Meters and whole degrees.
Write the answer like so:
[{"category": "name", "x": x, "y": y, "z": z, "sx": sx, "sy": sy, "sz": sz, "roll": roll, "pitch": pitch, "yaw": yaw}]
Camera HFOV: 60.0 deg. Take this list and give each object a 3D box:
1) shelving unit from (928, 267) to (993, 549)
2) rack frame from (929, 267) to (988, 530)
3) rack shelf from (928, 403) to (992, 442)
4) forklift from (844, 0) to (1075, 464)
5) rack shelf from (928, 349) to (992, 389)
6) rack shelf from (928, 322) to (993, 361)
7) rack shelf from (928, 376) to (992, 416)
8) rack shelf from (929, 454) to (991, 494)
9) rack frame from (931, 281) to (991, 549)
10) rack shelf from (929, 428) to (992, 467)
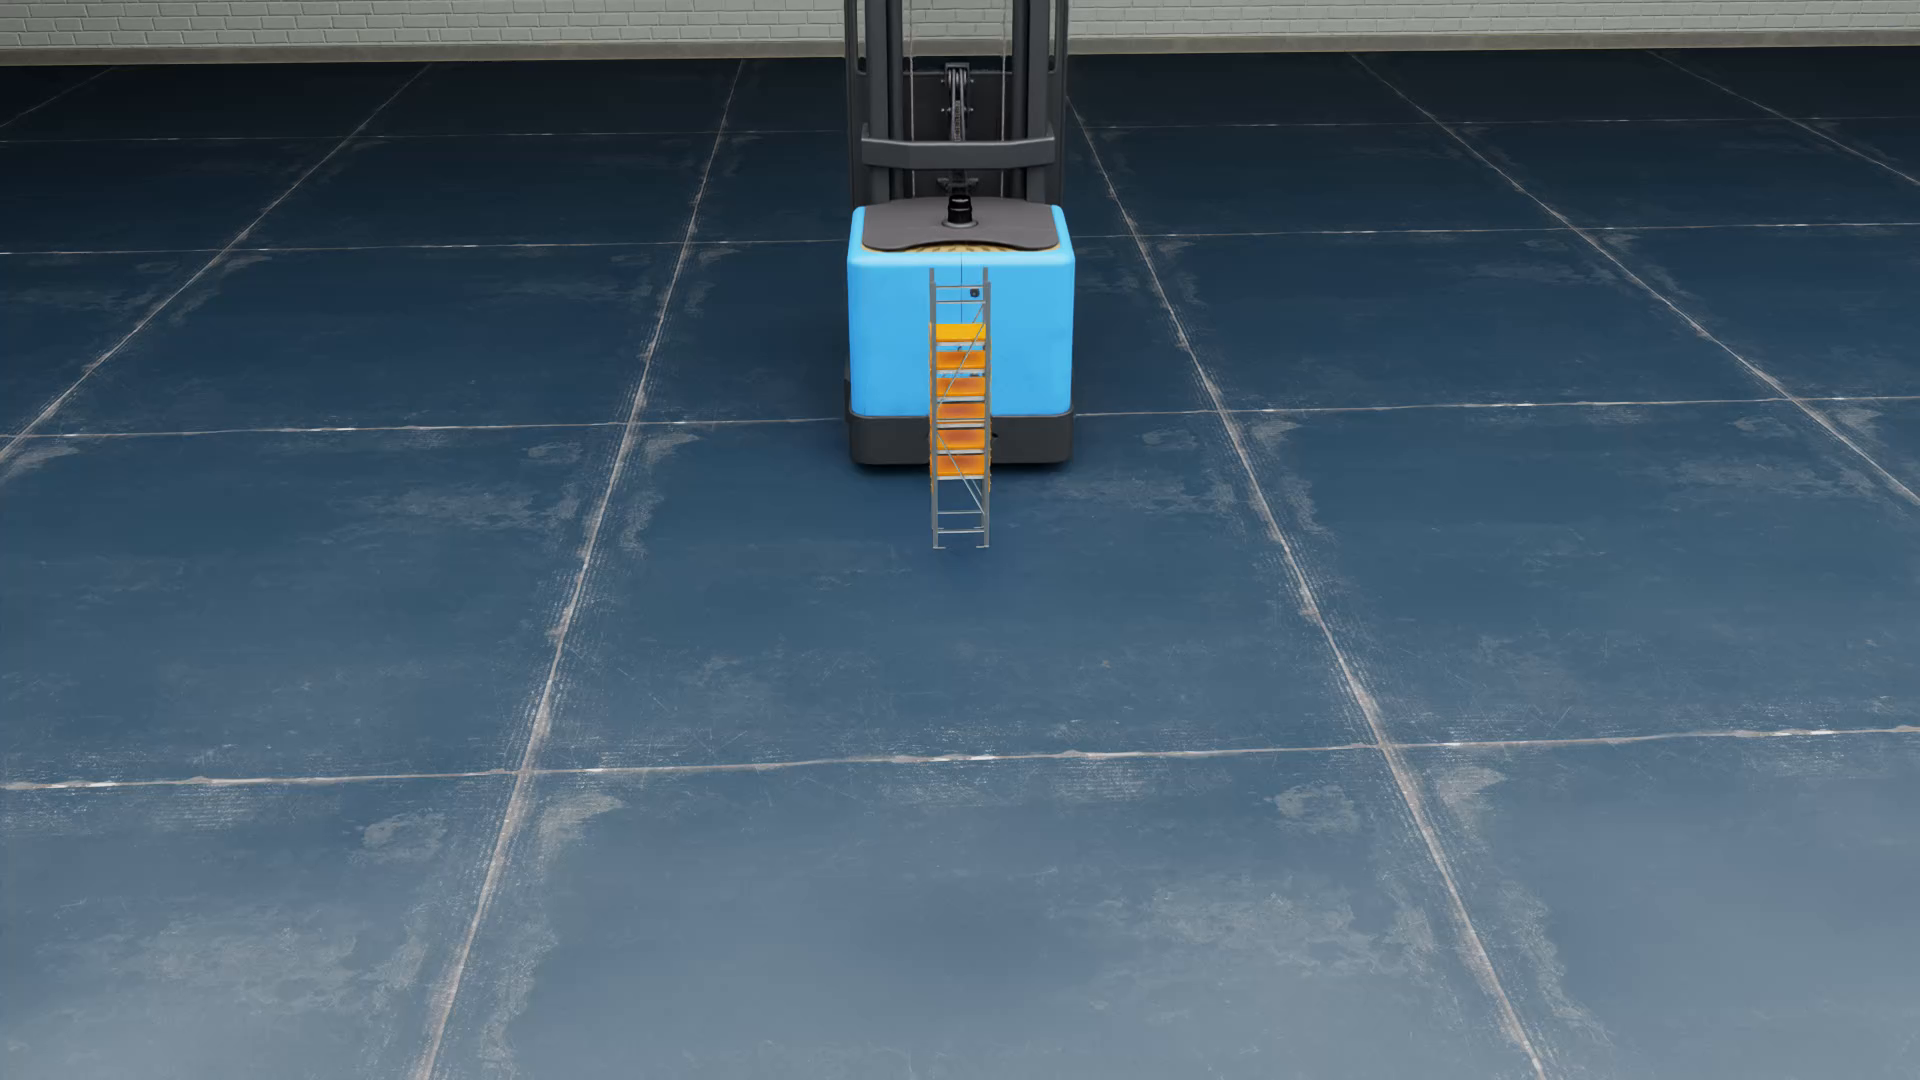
[{"category": "shelving unit", "x": -0.001, "y": -0.539, "z": 6.985, "sx": 0.258, "sy": 1.200, "sz": 0.189, "roll": -1, "pitch": 28, "yaw": -3}, {"category": "rack frame", "x": -0.006, "y": -0.581, "z": 7.066, "sx": 0.240, "sy": 1.200, "sz": 0.006, "roll": -1, "pitch": 28, "yaw": -3}, {"category": "rack shelf", "x": -0.001, "y": -0.499, "z": 7.006, "sx": 0.258, "sy": 0.103, "sz": 0.180, "roll": -1, "pitch": 28, "yaw": -3}, {"category": "forklift", "x": -0.024, "y": -2.292, "z": 8.476, "sx": 1.130, "sy": 2.935, "sz": 3.031, "roll": -1, "pitch": 28, "yaw": -1}, {"category": "rack shelf", "x": -0.001, "y": -0.712, "z": 6.895, "sx": 0.258, "sy": 0.103, "sz": 0.180, "roll": -1, "pitch": 28, "yaw": -3}, {"category": "rack shelf", "x": -0.001, "y": -0.818, "z": 6.839, "sx": 0.258, "sy": 0.103, "sz": 0.180, "roll": -1, "pitch": 28, "yaw": -3}, {"category": "rack shelf", "x": -0.001, "y": -0.606, "z": 6.950, "sx": 0.258, "sy": 0.103, "sz": 0.180, "roll": -1, "pitch": 28, "yaw": -3}, {"category": "rack shelf", "x": -0.001, "y": -0.286, "z": 7.117, "sx": 0.258, "sy": 0.103, "sz": 0.180, "roll": -1, "pitch": 28, "yaw": -3}, {"category": "rack frame", "x": 0.004, "y": -0.496, "z": 6.904, "sx": 0.240, "sy": 1.200, "sz": 0.006, "roll": -1, "pitch": 28, "yaw": -3}, {"category": "rack shelf", "x": -0.001, "y": -0.393, "z": 7.061, "sx": 0.258, "sy": 0.103, "sz": 0.180, "roll": -1, "pitch": 28, "yaw": -3}]
